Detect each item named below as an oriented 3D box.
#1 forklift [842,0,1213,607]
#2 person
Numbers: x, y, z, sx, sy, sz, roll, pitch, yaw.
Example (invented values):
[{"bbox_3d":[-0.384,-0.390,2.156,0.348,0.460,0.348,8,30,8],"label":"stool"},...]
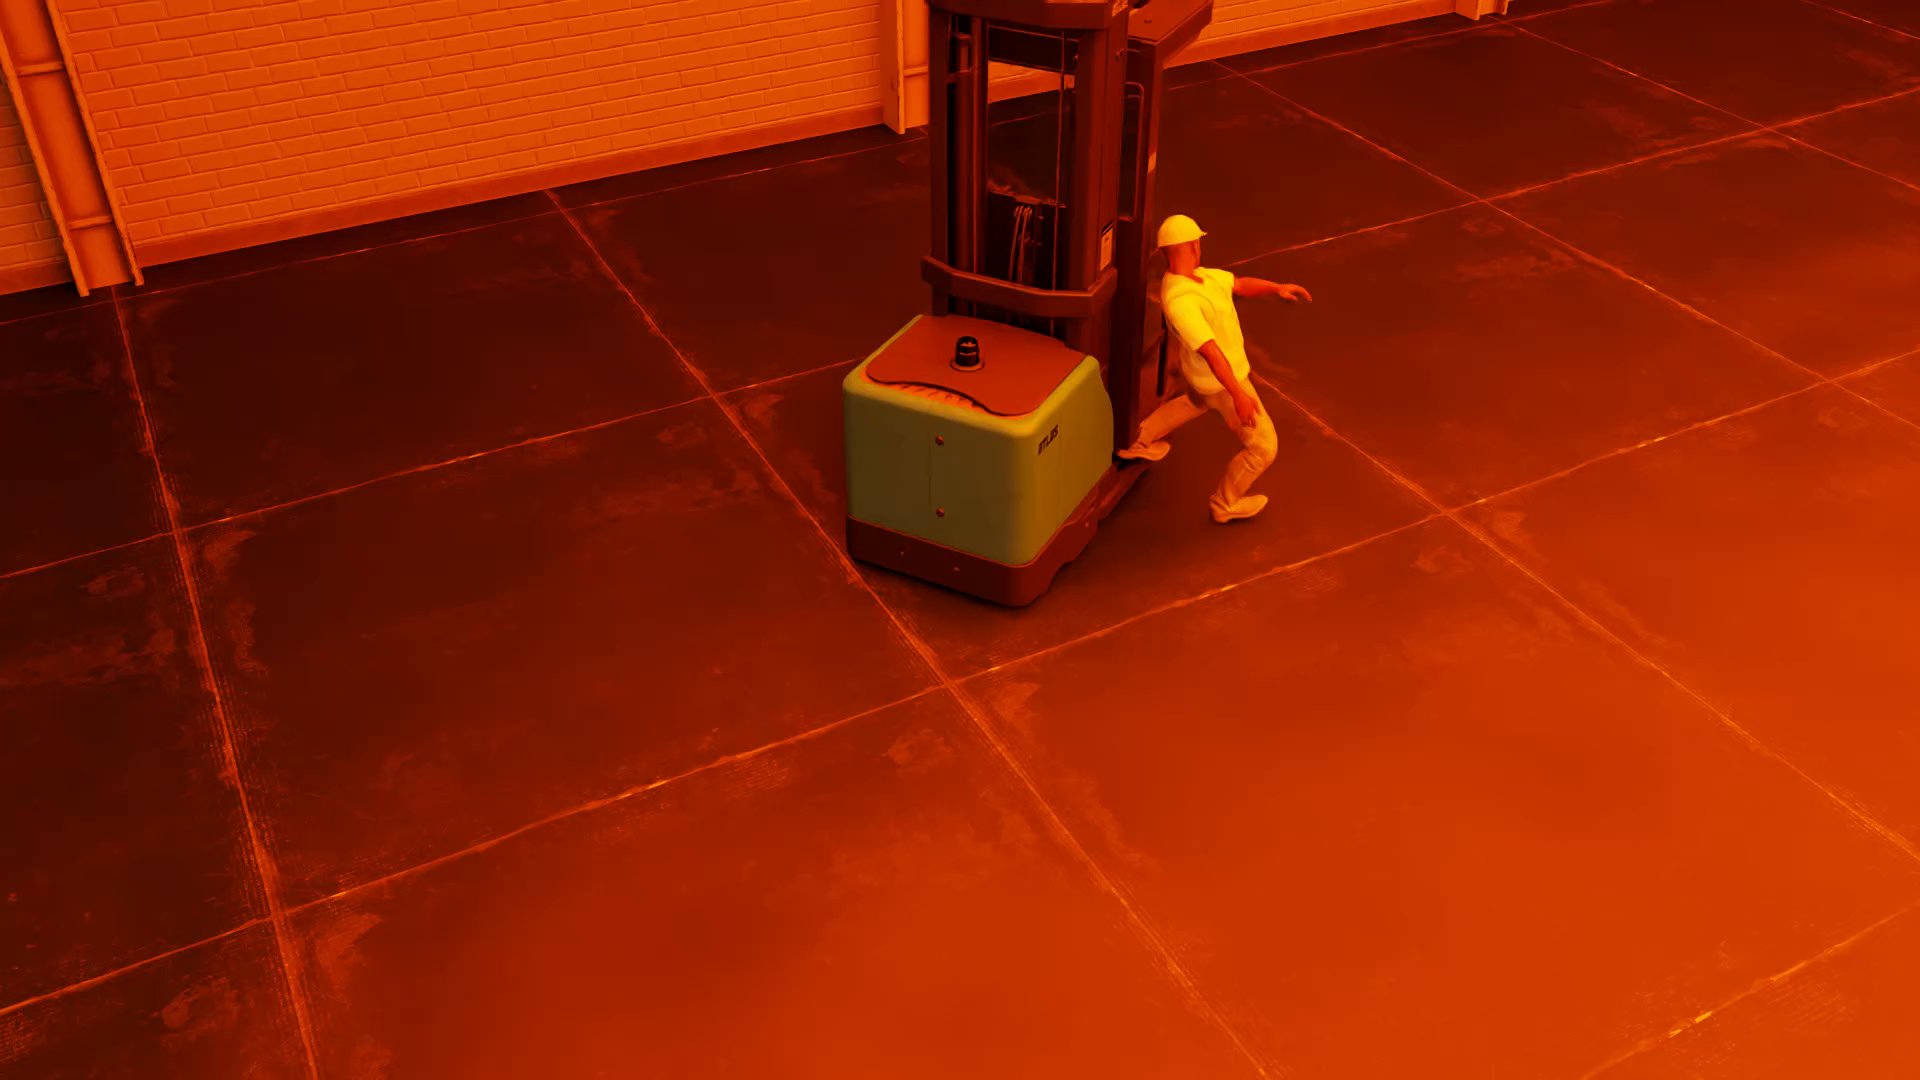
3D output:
[{"bbox_3d":[0.551,-1.707,8.538,1.130,2.935,3.031,17,39,22],"label":"forklift"},{"bbox_3d":[1.328,-0.818,8.441,0.851,1.594,0.899,-7,36,-9],"label":"person"}]
